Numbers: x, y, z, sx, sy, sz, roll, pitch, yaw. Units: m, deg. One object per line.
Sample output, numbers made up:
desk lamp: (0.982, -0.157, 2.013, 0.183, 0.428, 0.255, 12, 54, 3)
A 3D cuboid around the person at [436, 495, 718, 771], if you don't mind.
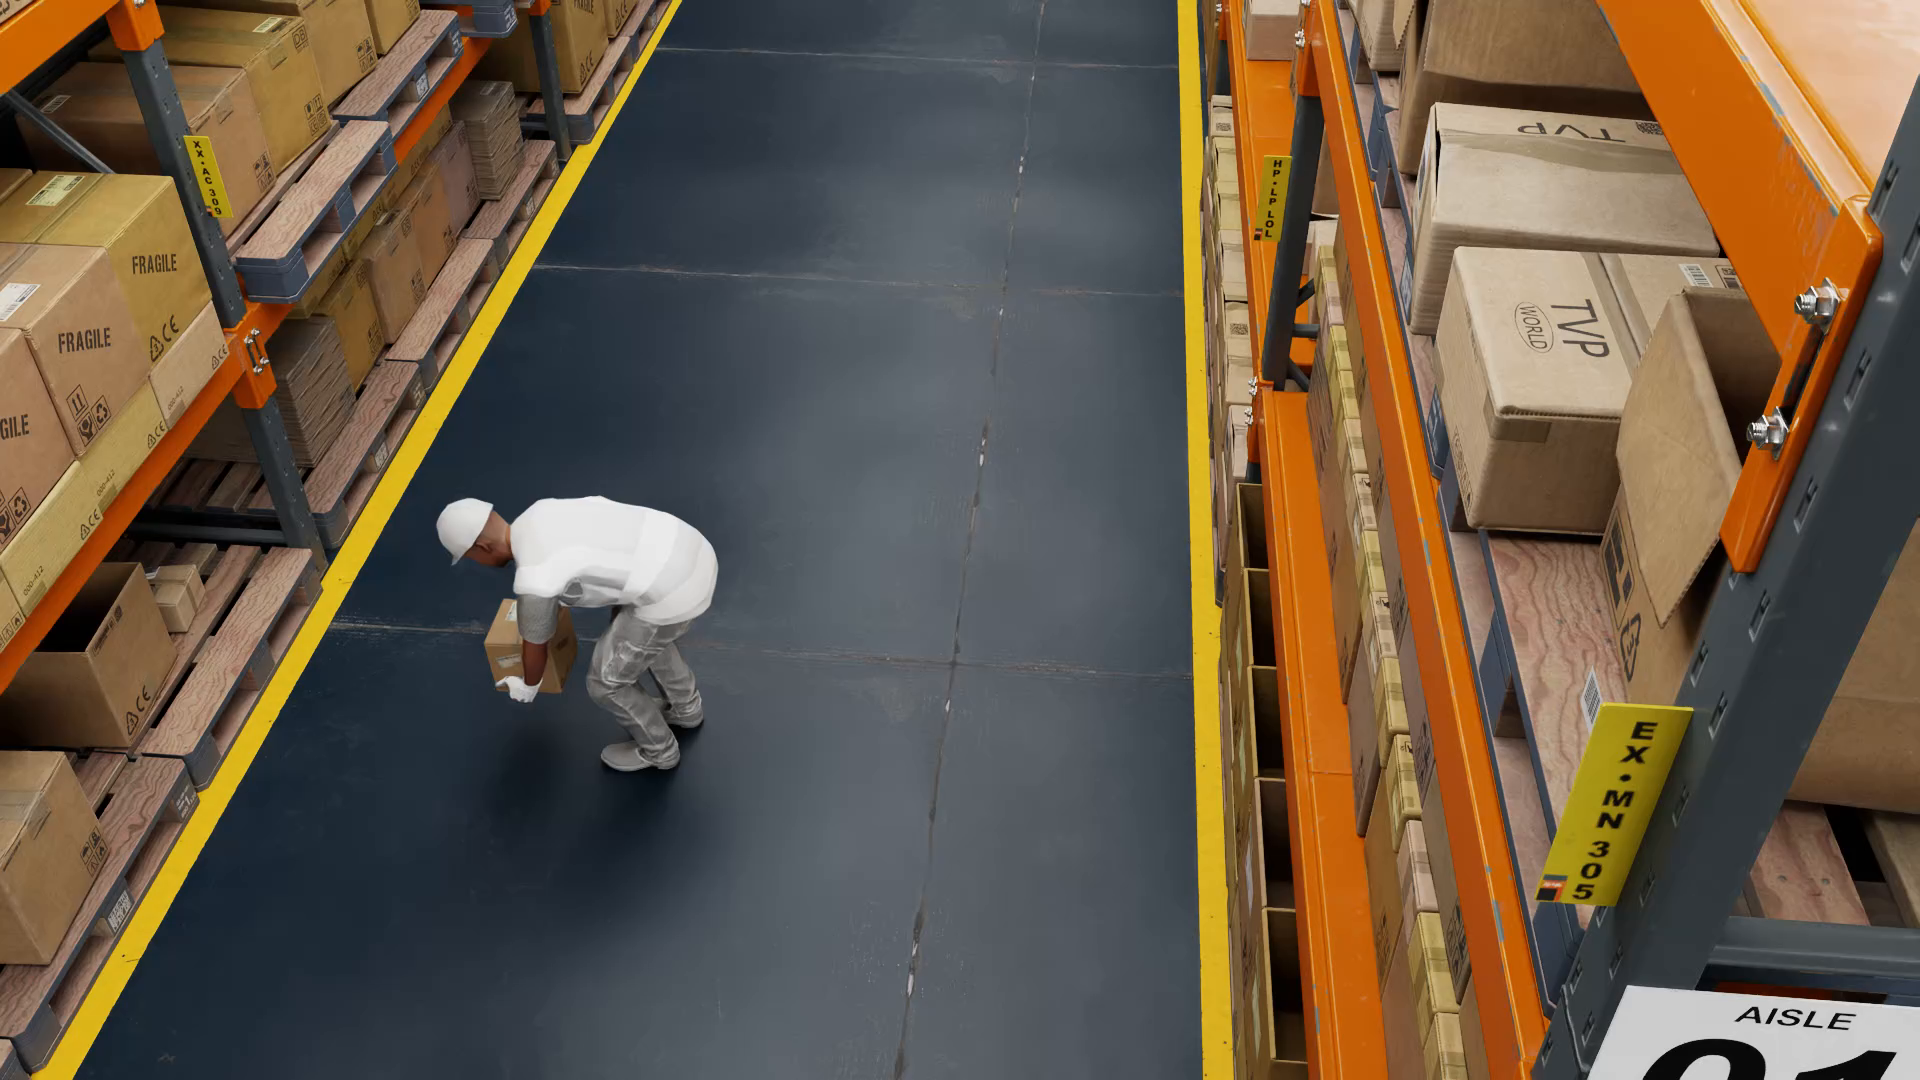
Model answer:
person: (-1.369, 0.337, 6.197, 0.962, 1.189, 0.523, 2, 40, 2)
